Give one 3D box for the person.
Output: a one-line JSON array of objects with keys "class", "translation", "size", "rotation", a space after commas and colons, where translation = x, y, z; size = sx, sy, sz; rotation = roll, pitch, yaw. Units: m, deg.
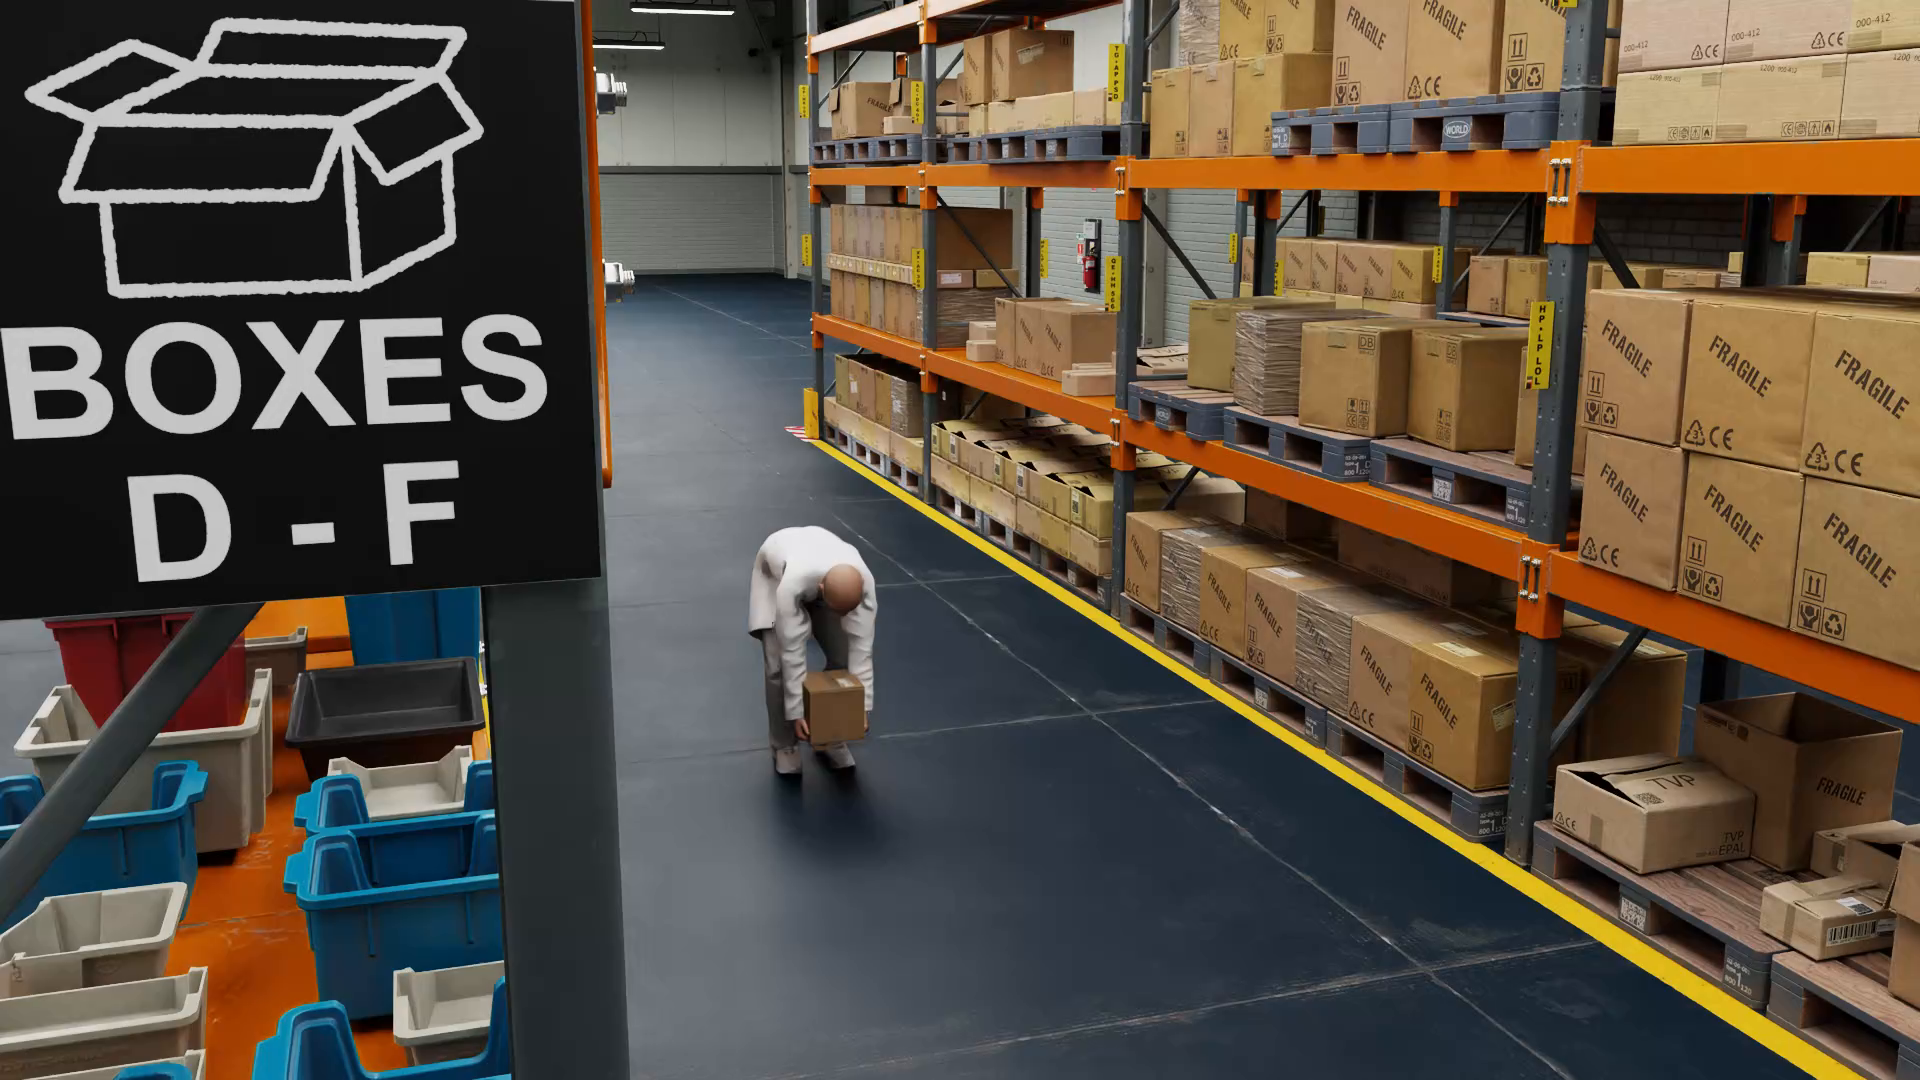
[{"class": "person", "translation": [-0.647, 0.533, 7.575], "size": [0.559, 1.127, 0.950], "rotation": [-5, 13, -20]}]
